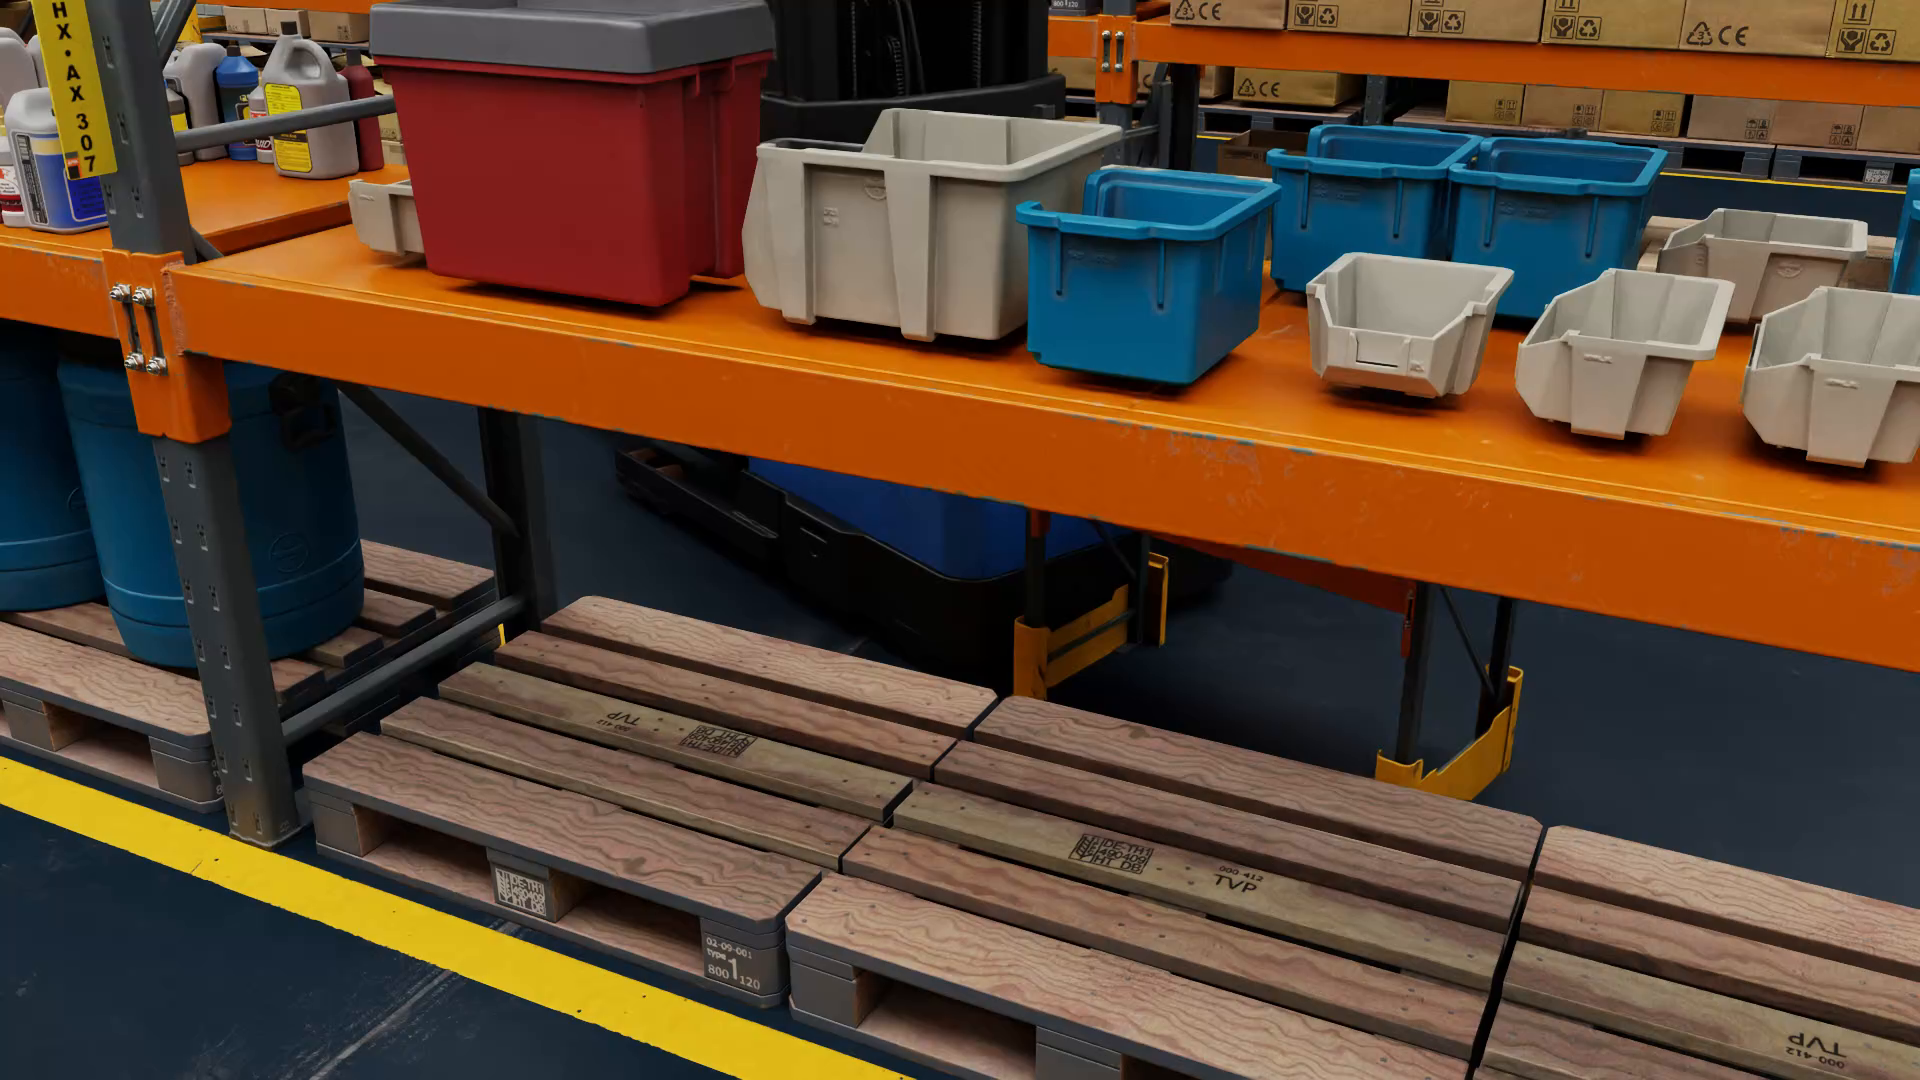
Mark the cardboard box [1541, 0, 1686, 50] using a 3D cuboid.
[{"bbox_3d":[2.590,-2.204,6.471,0.500,0.500,0.500,11,25,24],"label":"cardboard box"}]

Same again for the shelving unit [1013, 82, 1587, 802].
[{"bbox_3d":[0.726,-0.206,3.817,1.083,1.500,0.587,19,29,37],"label":"shelving unit"}]

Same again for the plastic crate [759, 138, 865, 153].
[{"bbox_3d":[-0.218,-0.678,3.287,0.590,0.125,0.437,11,25,25],"label":"plastic crate"}]

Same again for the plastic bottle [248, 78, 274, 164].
[{"bbox_3d":[-1.703,-1.041,4.119,0.097,0.201,0.097,0,23,0],"label":"plastic bottle"}]

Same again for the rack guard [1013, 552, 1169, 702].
[{"bbox_3d":[0.350,0.242,4.362,0.087,0.250,0.587,19,29,37],"label":"rack guard"}]

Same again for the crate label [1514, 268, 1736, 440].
[{"bbox_3d":[0.910,-0.259,2.286,0.243,0.136,0.396,11,25,25],"label":"crate label"}]

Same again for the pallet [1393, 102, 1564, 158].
[{"bbox_3d":[3.775,-2.897,11.791,1.213,0.211,1.003,11,25,25],"label":"pallet"}]

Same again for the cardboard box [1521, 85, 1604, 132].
[{"bbox_3d":[4.200,-3.127,11.427,0.500,0.500,0.700,11,25,24],"label":"cardboard box"}]

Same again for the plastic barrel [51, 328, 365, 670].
[{"bbox_3d":[-1.816,-0.211,4.058,0.708,0.901,0.600,11,25,25],"label":"plastic barrel"}]

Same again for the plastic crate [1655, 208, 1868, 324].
[{"bbox_3d":[1.305,-0.445,2.724,0.298,0.136,0.250,11,25,25],"label":"plastic crate"}]

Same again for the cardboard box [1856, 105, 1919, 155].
[{"bbox_3d":[6.031,-2.767,10.580,0.500,0.500,0.700,11,25,25],"label":"cardboard box"}]

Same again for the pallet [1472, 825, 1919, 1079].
[{"bbox_3d":[1.513,0.949,2.749,1.213,0.211,1.003,11,25,25],"label":"pallet"}]

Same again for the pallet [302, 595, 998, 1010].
[{"bbox_3d":[-0.665,0.518,3.762,1.213,0.211,1.003,11,25,25],"label":"pallet"}]

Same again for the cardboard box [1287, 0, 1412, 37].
[{"bbox_3d":[1.690,-2.382,6.891,0.500,0.500,0.500,12,26,25],"label":"cardboard box"}]

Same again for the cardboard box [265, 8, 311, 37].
[{"bbox_3d":[-6.492,-5.171,16.450,0.500,0.311,0.500,14,27,29],"label":"cardboard box"}]

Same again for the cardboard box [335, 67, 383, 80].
[{"bbox_3d":[-3.715,-2.599,9.789,0.500,0.311,0.500,11,25,24],"label":"cardboard box"}]

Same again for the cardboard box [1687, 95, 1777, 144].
[{"bbox_3d":[5.136,-2.944,10.996,0.500,0.500,0.700,10,25,23],"label":"cardboard box"}]

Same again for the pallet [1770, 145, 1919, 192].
[{"bbox_3d":[5.952,-2.466,10.778,1.213,0.211,1.003,11,25,25],"label":"pallet"}]

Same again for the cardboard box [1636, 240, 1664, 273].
[{"bbox_3d":[3.039,-1.030,6.790,0.500,0.250,0.500,11,25,25],"label":"cardboard box"}]

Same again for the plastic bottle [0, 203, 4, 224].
[{"bbox_3d":[-2.063,-0.809,3.469,0.133,0.283,0.061,11,25,25],"label":"plastic bottle"}]

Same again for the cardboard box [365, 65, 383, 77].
[{"bbox_3d":[-3.477,-2.788,10.233,0.500,0.311,0.500,11,25,23],"label":"cardboard box"}]

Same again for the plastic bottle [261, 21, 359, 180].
[{"bbox_3d":[-1.542,-1.041,3.928,0.185,0.351,0.144,11,25,25],"label":"plastic bottle"}]

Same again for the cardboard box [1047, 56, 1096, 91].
[{"bbox_3d":[0.938,-3.919,12.843,0.750,0.750,0.750,11,25,24],"label":"cardboard box"}]

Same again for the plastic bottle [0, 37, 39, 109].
[{"bbox_3d":[-2.475,-1.149,4.278,0.135,0.276,0.152,11,25,25],"label":"plastic bottle"}]

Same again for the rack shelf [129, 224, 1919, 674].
[{"bbox_3d":[0.446,-0.197,2.800,4.000,0.370,1.077,11,25,25],"label":"rack shelf"}]

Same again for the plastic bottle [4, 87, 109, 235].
[{"bbox_3d":[-1.836,-0.781,3.412,0.135,0.276,0.152,11,25,25],"label":"plastic bottle"}]

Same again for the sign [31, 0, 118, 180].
[{"bbox_3d":[-1.588,-0.817,2.984,0.005,0.325,0.100,11,25,25],"label":"sign"}]

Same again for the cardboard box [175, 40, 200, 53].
[{"bbox_3d":[-5.282,-3.148,11.080,0.500,0.311,0.500,12,26,26],"label":"cardboard box"}]

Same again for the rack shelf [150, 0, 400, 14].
[{"bbox_3d":[-4.455,-3.339,10.188,4.000,0.370,1.077,11,25,25],"label":"rack shelf"}]

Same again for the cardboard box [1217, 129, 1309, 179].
[{"bbox_3d":[1.536,-1.661,7.955,0.500,0.500,0.500,11,25,25],"label":"cardboard box"}]

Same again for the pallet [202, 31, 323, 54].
[{"bbox_3d":[-6.801,-5.008,16.756,1.213,0.211,1.003,11,25,25],"label":"pallet"}]

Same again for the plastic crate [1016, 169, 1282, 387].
[{"bbox_3d":[0.283,-0.399,2.492,0.300,0.233,0.416,11,25,25],"label":"plastic crate"}]

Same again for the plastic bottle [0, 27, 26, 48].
[{"bbox_3d":[-2.613,-1.243,4.500,0.135,0.276,0.152,11,25,25],"label":"plastic bottle"}]

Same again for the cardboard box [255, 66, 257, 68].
[{"bbox_3d":[-4.611,-2.778,10.210,0.500,0.311,0.500,12,26,26],"label":"cardboard box"}]

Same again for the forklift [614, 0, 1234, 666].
[{"bbox_3d":[-0.499,-1.533,5.111,1.130,2.935,3.031,-17,28,-34],"label":"forklift"}]

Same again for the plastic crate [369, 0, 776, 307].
[{"bbox_3d":[-0.655,-0.693,2.889,0.583,0.464,0.402,11,25,25],"label":"plastic crate"}]

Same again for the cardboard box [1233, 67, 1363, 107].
[{"bbox_3d":[2.493,-3.615,12.127,0.750,0.750,0.750,12,26,25],"label":"cardboard box"}]

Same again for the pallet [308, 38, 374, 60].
[{"bbox_3d":[-5.716,-4.792,16.248,1.213,0.211,1.003,11,25,25],"label":"pallet"}]

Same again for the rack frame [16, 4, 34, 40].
[{"bbox_3d":[-6.240,-4.023,10.878,0.127,3.000,1.000,11,25,25],"label":"rack frame"}]

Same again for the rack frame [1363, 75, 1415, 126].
[{"bbox_3d":[3.132,-4.341,11.626,0.127,3.000,1.000,11,25,25],"label":"rack frame"}]

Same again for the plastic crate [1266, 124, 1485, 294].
[{"bbox_3d":[0.717,-0.570,2.894,0.300,0.233,0.416,11,25,25],"label":"plastic crate"}]

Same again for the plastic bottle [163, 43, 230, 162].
[{"bbox_3d":[-1.906,-1.104,4.171,0.135,0.276,0.152,11,25,25],"label":"plastic bottle"}]

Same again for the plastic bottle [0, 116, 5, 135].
[{"bbox_3d":[-2.043,-0.802,3.558,0.097,0.201,0.097,0,23,0],"label":"plastic bottle"}]

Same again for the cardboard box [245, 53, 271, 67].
[{"bbox_3d":[-4.391,-2.969,10.659,0.500,0.311,0.500,11,25,24],"label":"cardboard box"}]

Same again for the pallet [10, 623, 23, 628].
[{"bbox_3d":[-3.101,0.036,4.895,1.213,0.211,1.003,11,25,25],"label":"pallet"}]

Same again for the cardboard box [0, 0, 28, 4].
[{"bbox_3d":[-6.962,-3.573,11.837,0.500,0.500,0.500,11,25,25],"label":"cardboard box"}]

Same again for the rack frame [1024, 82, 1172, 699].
[{"bbox_3d":[0.335,-0.338,4.129,0.032,1.500,0.500,19,29,37],"label":"rack frame"}]

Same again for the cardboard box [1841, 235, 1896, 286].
[{"bbox_3d":[3.666,-1.125,7.013,0.500,0.250,0.500,11,25,25],"label":"cardboard box"}]

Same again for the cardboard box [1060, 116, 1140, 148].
[{"bbox_3d":[0.578,-1.833,8.360,0.500,0.500,0.500,10,25,22],"label":"cardboard box"}]

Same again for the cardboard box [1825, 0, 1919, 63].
[{"bbox_3d":[3.482,-2.025,6.050,0.500,0.500,0.500,11,26,25],"label":"cardboard box"}]

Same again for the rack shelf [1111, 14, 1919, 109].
[{"bbox_3d":[2.685,-1.926,6.866,4.000,0.370,1.077,11,25,25],"label":"rack shelf"}]
